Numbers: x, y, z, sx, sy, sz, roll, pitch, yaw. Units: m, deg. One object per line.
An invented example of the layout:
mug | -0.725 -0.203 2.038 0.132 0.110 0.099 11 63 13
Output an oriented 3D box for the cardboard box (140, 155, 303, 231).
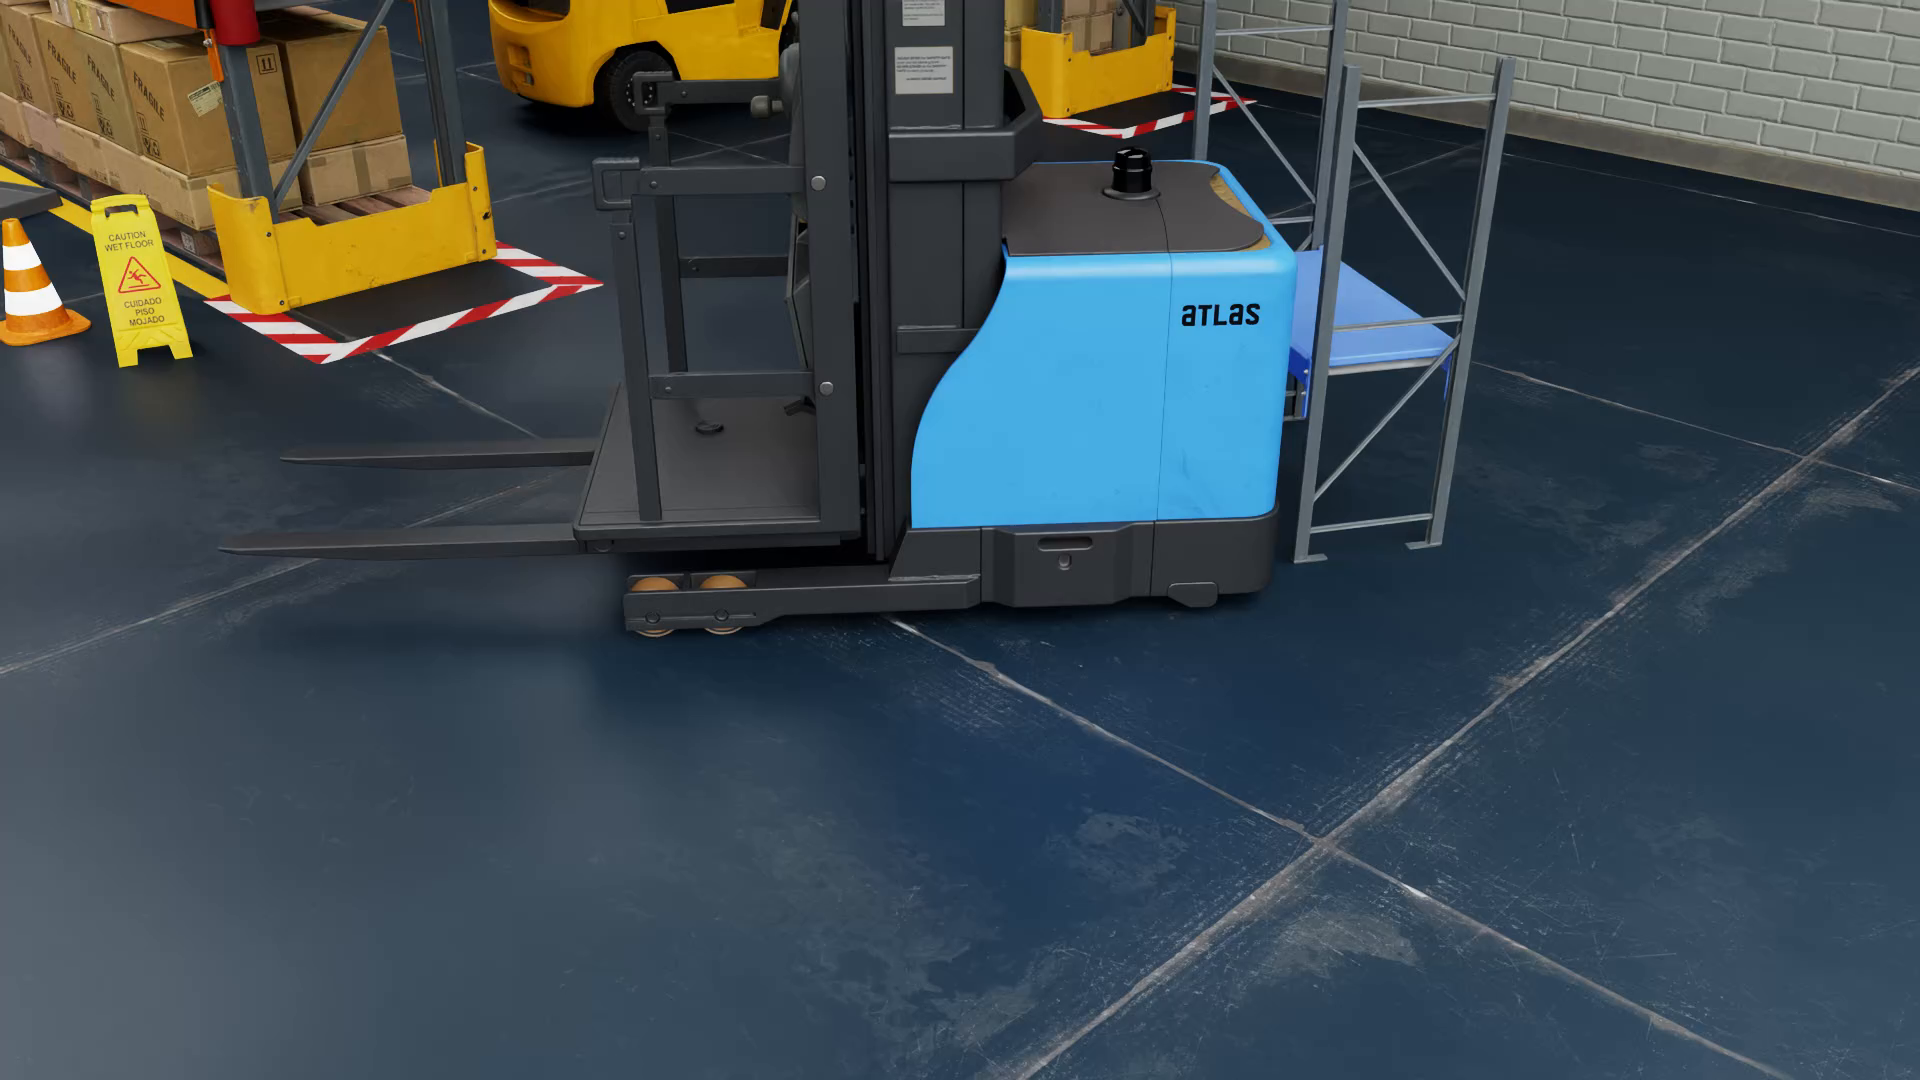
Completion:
cardboard box | -3.399 -1.647 7.663 0.500 0.250 0.500 24 36 38

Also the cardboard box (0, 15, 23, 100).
cardboard box | -4.848 -2.649 8.763 0.500 0.500 0.500 -24 36 -37

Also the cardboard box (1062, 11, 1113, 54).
cardboard box | 0.647 -3.339 10.879 0.500 0.250 0.500 25 37 39

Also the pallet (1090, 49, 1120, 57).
pallet | 0.285 -3.146 11.006 1.213 0.211 1.003 25 36 38

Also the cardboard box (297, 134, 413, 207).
cardboard box | -2.999 -1.820 7.991 0.500 0.250 0.500 24 36 38

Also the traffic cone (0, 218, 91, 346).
traffic cone | -3.828 -1.085 6.817 0.334 0.463 0.336 25 36 38

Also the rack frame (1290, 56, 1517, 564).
rack frame | 1.265 -0.624 4.824 0.500 1.500 0.032 -7 28 -13

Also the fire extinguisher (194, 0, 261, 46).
fire extinguisher | -2.859 -2.272 6.430 0.183 0.674 0.296 25 36 38

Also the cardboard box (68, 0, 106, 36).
cardboard box | -3.857 -2.439 7.667 0.380 0.149 0.250 -25 36 -38

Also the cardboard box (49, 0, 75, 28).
cardboard box | -4.044 -2.526 7.831 0.380 0.149 0.250 -23 36 -37

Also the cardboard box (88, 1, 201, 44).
cardboard box | -3.680 -2.356 7.509 0.380 0.149 0.250 -24 36 -38

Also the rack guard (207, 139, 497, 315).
rack guard | -2.671 -1.414 7.403 0.348 0.500 1.175 25 36 38

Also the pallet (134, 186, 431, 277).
pallet | -3.226 -1.563 7.997 1.213 0.211 1.003 25 36 38

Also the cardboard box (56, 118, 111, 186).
cardboard box | -4.123 -1.980 8.296 0.500 0.250 0.500 23 35 37

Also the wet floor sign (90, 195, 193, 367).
wet floor sign | -3.232 -1.037 6.529 0.267 0.644 0.232 -13 30 -22

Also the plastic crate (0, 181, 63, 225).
plastic crate | -4.925 -1.725 8.444 0.583 0.080 0.402 12 30 22

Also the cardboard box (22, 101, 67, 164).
cardboard box | -4.469 -2.145 8.610 0.500 0.250 0.500 24 36 38

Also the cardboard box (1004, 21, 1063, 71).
cardboard box | 0.304 -3.162 10.543 0.500 0.250 0.500 25 37 39

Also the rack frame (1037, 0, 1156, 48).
rack frame | 0.860 -4.145 9.909 0.127 3.000 1.000 25 36 38

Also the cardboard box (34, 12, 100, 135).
cardboard box | -4.101 -2.308 8.114 0.500 0.500 0.500 24 36 37

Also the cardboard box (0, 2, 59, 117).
cardboard box | -4.480 -2.479 8.440 0.500 0.500 0.500 -23 35 -37

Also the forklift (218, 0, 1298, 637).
forklift | -0.623 -1.277 4.530 3.031 2.935 1.130 -2 28 -4

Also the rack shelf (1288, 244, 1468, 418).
rack shelf | 1.140 -0.694 5.344 0.538 0.185 1.000 -7 28 -13

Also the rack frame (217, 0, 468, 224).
rack frame | -2.617 -2.496 6.774 0.127 3.000 1.000 25 36 38

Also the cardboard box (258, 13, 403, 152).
cardboard box | -3.016 -2.159 7.831 0.500 0.500 0.500 23 36 37

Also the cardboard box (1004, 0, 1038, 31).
cardboard box | 0.294 -3.390 10.440 0.500 0.250 0.500 24 36 38

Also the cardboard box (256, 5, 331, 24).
cardboard box | -3.392 -2.329 8.153 0.500 0.500 0.500 23 35 37

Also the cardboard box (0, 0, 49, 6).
cardboard box | -4.629 -2.792 8.338 0.380 0.149 0.250 -23 35 -36

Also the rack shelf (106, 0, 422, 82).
rack shelf | -4.043 -2.830 8.182 4.000 0.370 1.077 25 36 38

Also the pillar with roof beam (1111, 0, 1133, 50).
pillar with roof beam | -2.023 -5.897 6.797 0.400 9.000 9.100 25 36 38

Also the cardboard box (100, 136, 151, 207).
cardboard box | -3.746 -1.811 7.974 0.500 0.250 0.500 25 37 39

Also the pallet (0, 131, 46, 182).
pallet | -4.966 -2.360 9.511 1.213 0.211 1.003 25 36 38

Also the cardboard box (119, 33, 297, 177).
cardboard box | -3.371 -1.972 7.474 0.500 0.500 0.500 25 37 39

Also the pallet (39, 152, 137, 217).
pallet | -4.092 -1.961 8.754 1.213 0.211 1.003 25 36 38

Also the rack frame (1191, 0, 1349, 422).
rack frame | 1.016 -1.083 5.697 0.500 1.500 0.032 -7 28 -13

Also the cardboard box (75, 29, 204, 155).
cardboard box | -3.746 -2.141 7.796 0.500 0.500 0.500 -24 36 -37

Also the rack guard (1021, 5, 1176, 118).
rack guard | 0.877 -3.030 10.476 0.348 0.500 1.175 25 36 38

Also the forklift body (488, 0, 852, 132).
forklift body | -1.771 -3.782 10.132 1.214 2.155 2.313 25 36 38

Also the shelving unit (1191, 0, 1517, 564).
shelving unit | 1.141 -0.853 5.260 0.538 1.500 1.048 -7 28 -13

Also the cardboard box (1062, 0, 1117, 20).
cardboard box | 0.671 -3.557 10.758 0.500 0.250 0.500 -25 36 -38

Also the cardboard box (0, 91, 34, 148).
cardboard box | -4.849 -2.318 8.938 0.500 0.250 0.500 -23 35 -36
